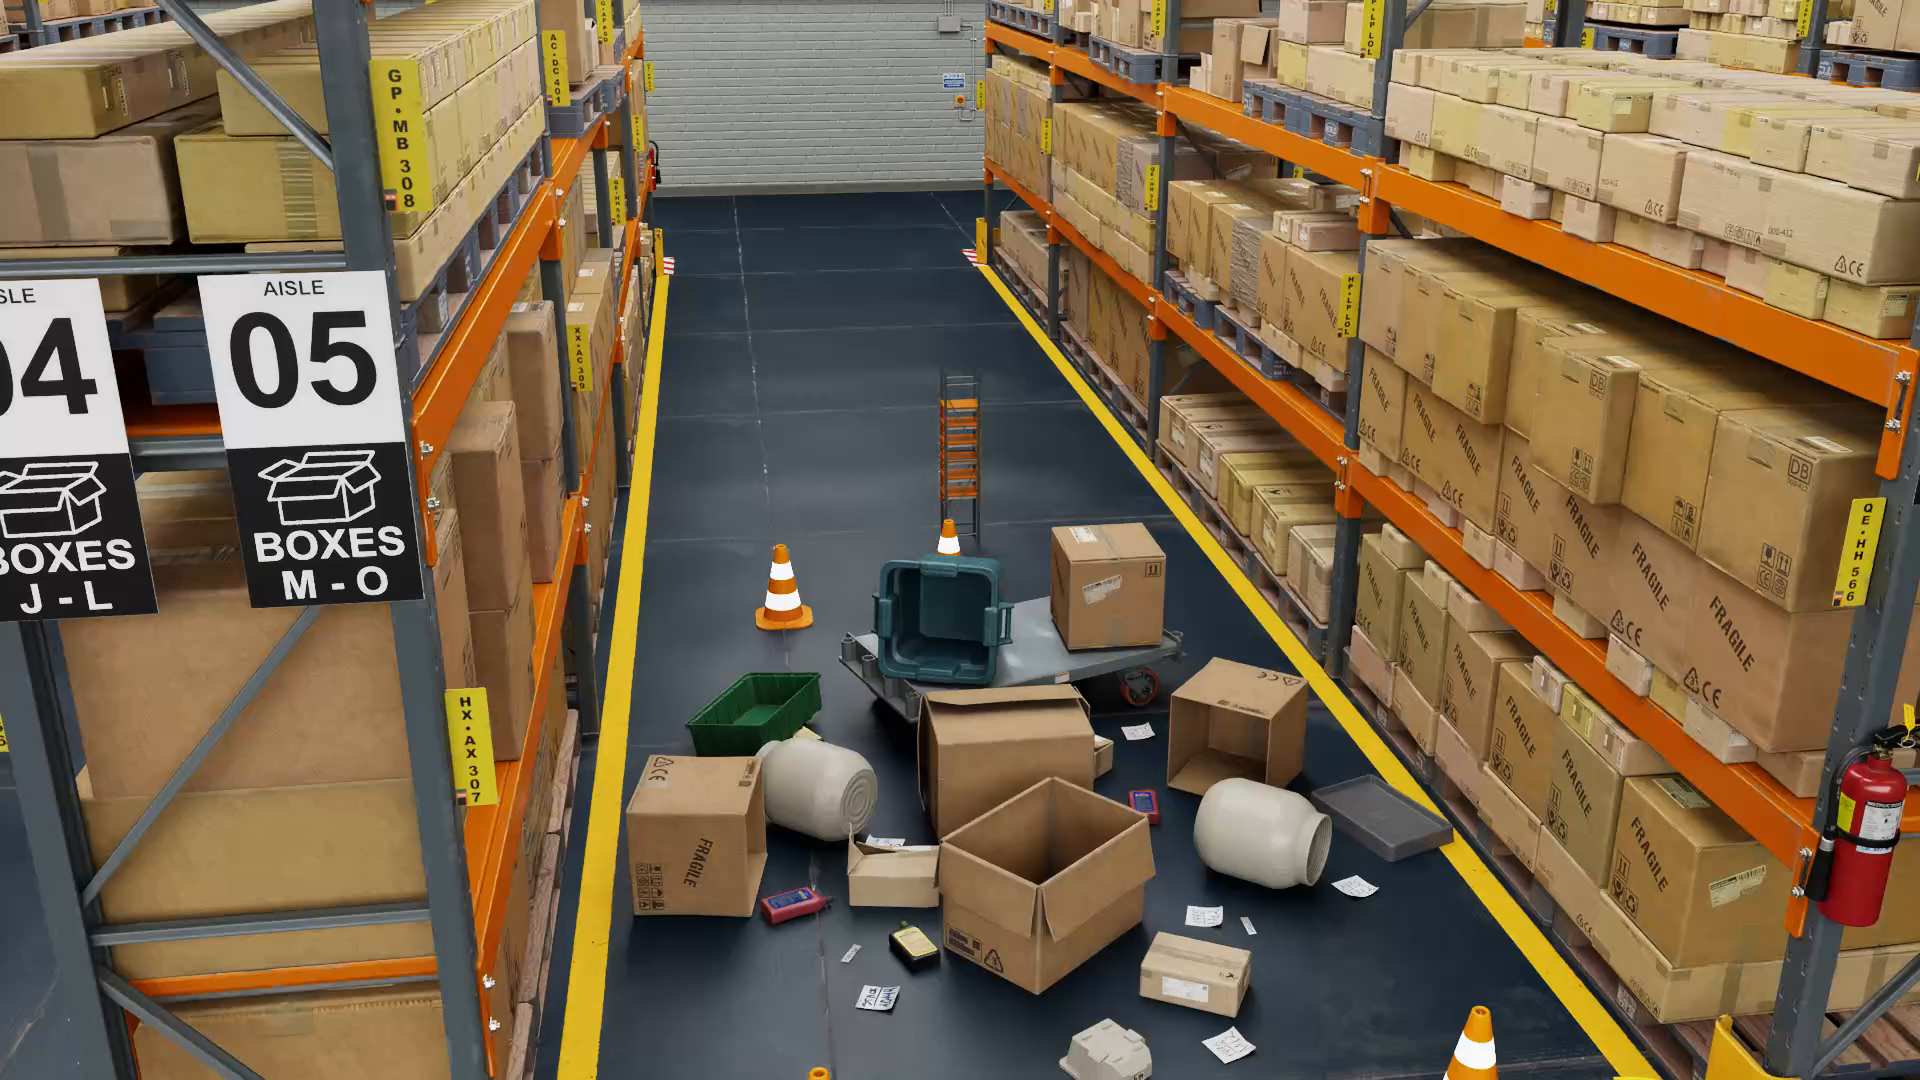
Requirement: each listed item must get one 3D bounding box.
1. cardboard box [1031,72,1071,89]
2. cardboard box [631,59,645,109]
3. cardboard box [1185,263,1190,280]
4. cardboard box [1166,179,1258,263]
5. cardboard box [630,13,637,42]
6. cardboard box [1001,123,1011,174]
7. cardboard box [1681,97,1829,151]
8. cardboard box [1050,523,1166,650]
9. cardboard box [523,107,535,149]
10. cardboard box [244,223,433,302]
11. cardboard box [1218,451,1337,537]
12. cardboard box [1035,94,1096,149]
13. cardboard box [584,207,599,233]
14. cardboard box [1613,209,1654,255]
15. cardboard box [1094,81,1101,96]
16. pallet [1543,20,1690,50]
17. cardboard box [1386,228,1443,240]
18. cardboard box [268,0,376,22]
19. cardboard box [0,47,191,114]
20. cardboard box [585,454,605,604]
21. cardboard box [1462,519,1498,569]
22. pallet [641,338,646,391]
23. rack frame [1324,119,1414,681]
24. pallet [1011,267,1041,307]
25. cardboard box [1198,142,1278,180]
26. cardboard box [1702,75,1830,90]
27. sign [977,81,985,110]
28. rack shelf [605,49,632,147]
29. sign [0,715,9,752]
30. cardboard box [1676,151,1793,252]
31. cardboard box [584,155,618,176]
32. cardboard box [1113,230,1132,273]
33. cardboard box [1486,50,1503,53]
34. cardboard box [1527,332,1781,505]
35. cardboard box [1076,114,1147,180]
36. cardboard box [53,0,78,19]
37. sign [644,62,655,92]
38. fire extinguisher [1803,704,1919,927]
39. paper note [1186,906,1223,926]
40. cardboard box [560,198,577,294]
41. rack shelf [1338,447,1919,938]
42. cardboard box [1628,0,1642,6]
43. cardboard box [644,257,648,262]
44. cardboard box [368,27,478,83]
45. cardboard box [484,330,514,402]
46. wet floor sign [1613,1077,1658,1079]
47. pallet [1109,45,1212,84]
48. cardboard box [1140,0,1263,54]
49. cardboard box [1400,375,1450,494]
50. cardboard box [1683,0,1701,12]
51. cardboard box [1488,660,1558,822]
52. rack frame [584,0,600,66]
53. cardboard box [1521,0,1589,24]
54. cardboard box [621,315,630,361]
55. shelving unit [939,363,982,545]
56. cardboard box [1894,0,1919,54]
[{"bbox_3d":[0.934,-4.714,17.050,0.380,0.149,0.250,-3,21,-8],"label":"cardboard box"},{"bbox_3d":[-3.772,-5.058,18.474,0.500,0.500,0.500,-3,21,-9],"label":"cardboard box"},{"bbox_3d":[1.823,-1.921,11.832,0.380,0.149,0.250,-4,21,-11],"label":"cardboard box"},{"bbox_3d":[1.789,-2.279,11.863,0.500,0.500,0.500,-4,21,-9],"label":"cardboard box"},{"bbox_3d":[-3.450,-5.027,16.316,0.500,0.250,0.500,-2,21,-5],"label":"cardboard box"},{"bbox_3d":[0.741,-4.349,18.431,0.500,0.500,0.500,-3,21,-8],"label":"cardboard box"},{"bbox_3d":[2.697,-1.411,5.640,0.380,0.149,0.250,-3,21,-8],"label":"cardboard box"},{"bbox_3d":[0.772,0.237,8.784,0.500,0.500,0.500,-3,21,-8],"label":"cardboard box"},{"bbox_3d":[-1.910,-1.639,6.645,0.380,0.149,0.250,-3,21,-7],"label":"cardboard box"},{"bbox_3d":[-1.510,-0.675,4.066,0.380,0.149,0.250,-3,21,-7],"label":"cardboard box"},{"bbox_3d":[2.242,-0.316,10.929,0.950,0.372,0.625,-2,21,-6],"label":"cardboard box"},{"bbox_3d":[1.035,-4.113,16.371,0.500,0.500,0.500,-3,21,-8],"label":"cardboard box"},{"bbox_3d":[-2.807,-2.308,12.018,0.380,0.149,0.250,-3,21,-8],"label":"cardboard box"},{"bbox_3d":[2.621,-1.136,6.042,0.380,0.149,0.250,-3,21,-9],"label":"cardboard box"},{"bbox_3d":[1.535,-4.478,16.420,0.380,0.149,0.250,-3,21,-7],"label":"cardboard box"},{"bbox_3d":[6.312,-4.788,15.731,1.213,0.211,1.003,-3,21,-8],"label":"pallet"},{"bbox_3d":[2.615,-1.584,10.002,0.500,0.500,0.500,-3,21,-8],"label":"cardboard box"},{"bbox_3d":[-2.638,-2.156,6.890,0.380,0.149,0.250,-3,21,-7],"label":"cardboard box"},{"bbox_3d":[-2.234,-1.189,4.301,0.380,0.149,0.250,-3,21,-7],"label":"cardboard box"},{"bbox_3d":[-2.668,-0.082,9.763,1.050,0.750,0.750,-3,21,-8],"label":"cardboard box"},{"bbox_3d":[2.432,0.007,7.268,0.380,0.149,0.250,-3,21,-7],"label":"cardboard box"},{"bbox_3d":[-3.394,-1.588,15.167,1.003,0.211,1.213,-3,21,-8],"label":"pallet"},{"bbox_3d":[2.529,-0.679,8.747,1.000,3.000,0.127,-3,21,-8],"label":"rack frame"},{"bbox_3d":[1.165,-2.833,18.500,1.003,0.211,1.213,-3,21,-8],"label":"pallet"},{"bbox_3d":[2.124,-2.762,12.753,0.500,0.500,0.500,-4,21,-10],"label":"cardboard box"},{"bbox_3d":[3.109,-1.709,6.438,0.380,0.149,0.250,-3,21,-7],"label":"cardboard box"},{"bbox_3d":[0.250,-5.250,19.636,0.100,0.325,0.005,-3,21,-8],"label":"sign"},{"bbox_3d":[-3.219,-3.540,13.148,1.077,0.370,4.000,-3,21,-8],"label":"rack shelf"},{"bbox_3d":[-2.317,0.360,3.972,0.100,0.325,0.005,-3,21,-8],"label":"sign"},{"bbox_3d":[2.708,-1.107,5.395,0.500,0.250,0.500,-3,21,-8],"label":"cardboard box"},{"bbox_3d":[-3.217,-3.300,14.672,0.380,0.149,0.250,-4,21,-9],"label":"cardboard box"},{"bbox_3d":[1.534,-2.332,13.386,0.500,0.250,0.500,-3,21,-7],"label":"cardboard box"},{"bbox_3d":[2.842,-2.433,8.771,0.500,0.250,0.500,-3,21,-9],"label":"cardboard box"},{"bbox_3d":[2.575,-0.461,6.167,0.700,0.500,0.500,-3,21,-8],"label":"cardboard box"},{"bbox_3d":[1.326,-3.449,14.591,0.500,0.500,0.500,-3,21,-9],"label":"cardboard box"},{"bbox_3d":[-8.676,-5.099,15.408,0.700,0.500,0.500,-2,21,-5],"label":"cardboard box"},{"bbox_3d":[-3.532,-5.261,18.907,0.100,0.325,0.005,-3,21,-8],"label":"sign"},{"bbox_3d":[2.666,0.805,4.884,0.296,0.674,0.183,-3,21,-8],"label":"fire extinguisher"},{"bbox_3d":[1.026,1.574,6.975,0.148,0.019,0.142,4,21,11],"label":"paper note"},{"bbox_3d":[-2.726,-1.786,10.139,0.700,0.500,0.500,-3,21,-9],"label":"cardboard box"},{"bbox_3d":[2.818,0.351,7.019,1.077,0.370,4.000,-3,21,-8],"label":"rack shelf"},{"bbox_3d":[6.150,-4.803,14.691,0.380,0.149,0.250,-3,21,-7],"label":"cardboard box"},{"bbox_3d":[-3.543,-2.933,17.831,0.380,0.149,0.250,-2,21,-5],"label":"cardboard box"},{"bbox_3d":[-1.693,-1.486,5.096,0.380,0.149,0.250,-3,21,-8],"label":"cardboard box"},{"bbox_3d":[-2.199,-0.462,6.410,0.875,0.550,0.550,-3,21,-8],"label":"cardboard box"},{"bbox_3d":[2.075,1.929,5.130,0.267,0.644,0.232,4,21,11],"label":"wet floor sign"},{"bbox_3d":[1.807,-3.601,12.553,1.213,0.211,1.003,-2,21,-5],"label":"pallet"},{"bbox_3d":[1.749,-3.837,12.168,0.797,0.503,0.637,-4,21,-11],"label":"cardboard box"},{"bbox_3d":[2.412,-0.526,7.770,0.500,0.500,0.500,-3,21,-8],"label":"cardboard box"},{"bbox_3d":[6.335,-4.530,13.990,0.380,0.149,0.250,-3,21,-8],"label":"cardboard box"},{"bbox_3d":[2.588,0.826,6.975,0.500,0.500,0.500,-3,21,-9],"label":"cardboard box"},{"bbox_3d":[-2.931,-4.590,10.643,1.000,3.000,0.127,-3,21,-8],"label":"rack frame"},{"bbox_3d":[5.970,-5.329,16.700,0.500,0.250,0.500,-3,21,-8],"label":"cardboard box"},{"bbox_3d":[-2.864,-1.583,13.067,0.500,0.250,0.500,-3,21,-8],"label":"cardboard box"},{"bbox_3d":[0.002,-0.557,10.993,0.258,1.200,0.189,-3,21,-8],"label":"shelving unit"},{"bbox_3d":[6.899,-3.578,11.337,0.700,0.500,0.500,-3,21,-9],"label":"cardboard box"}]
